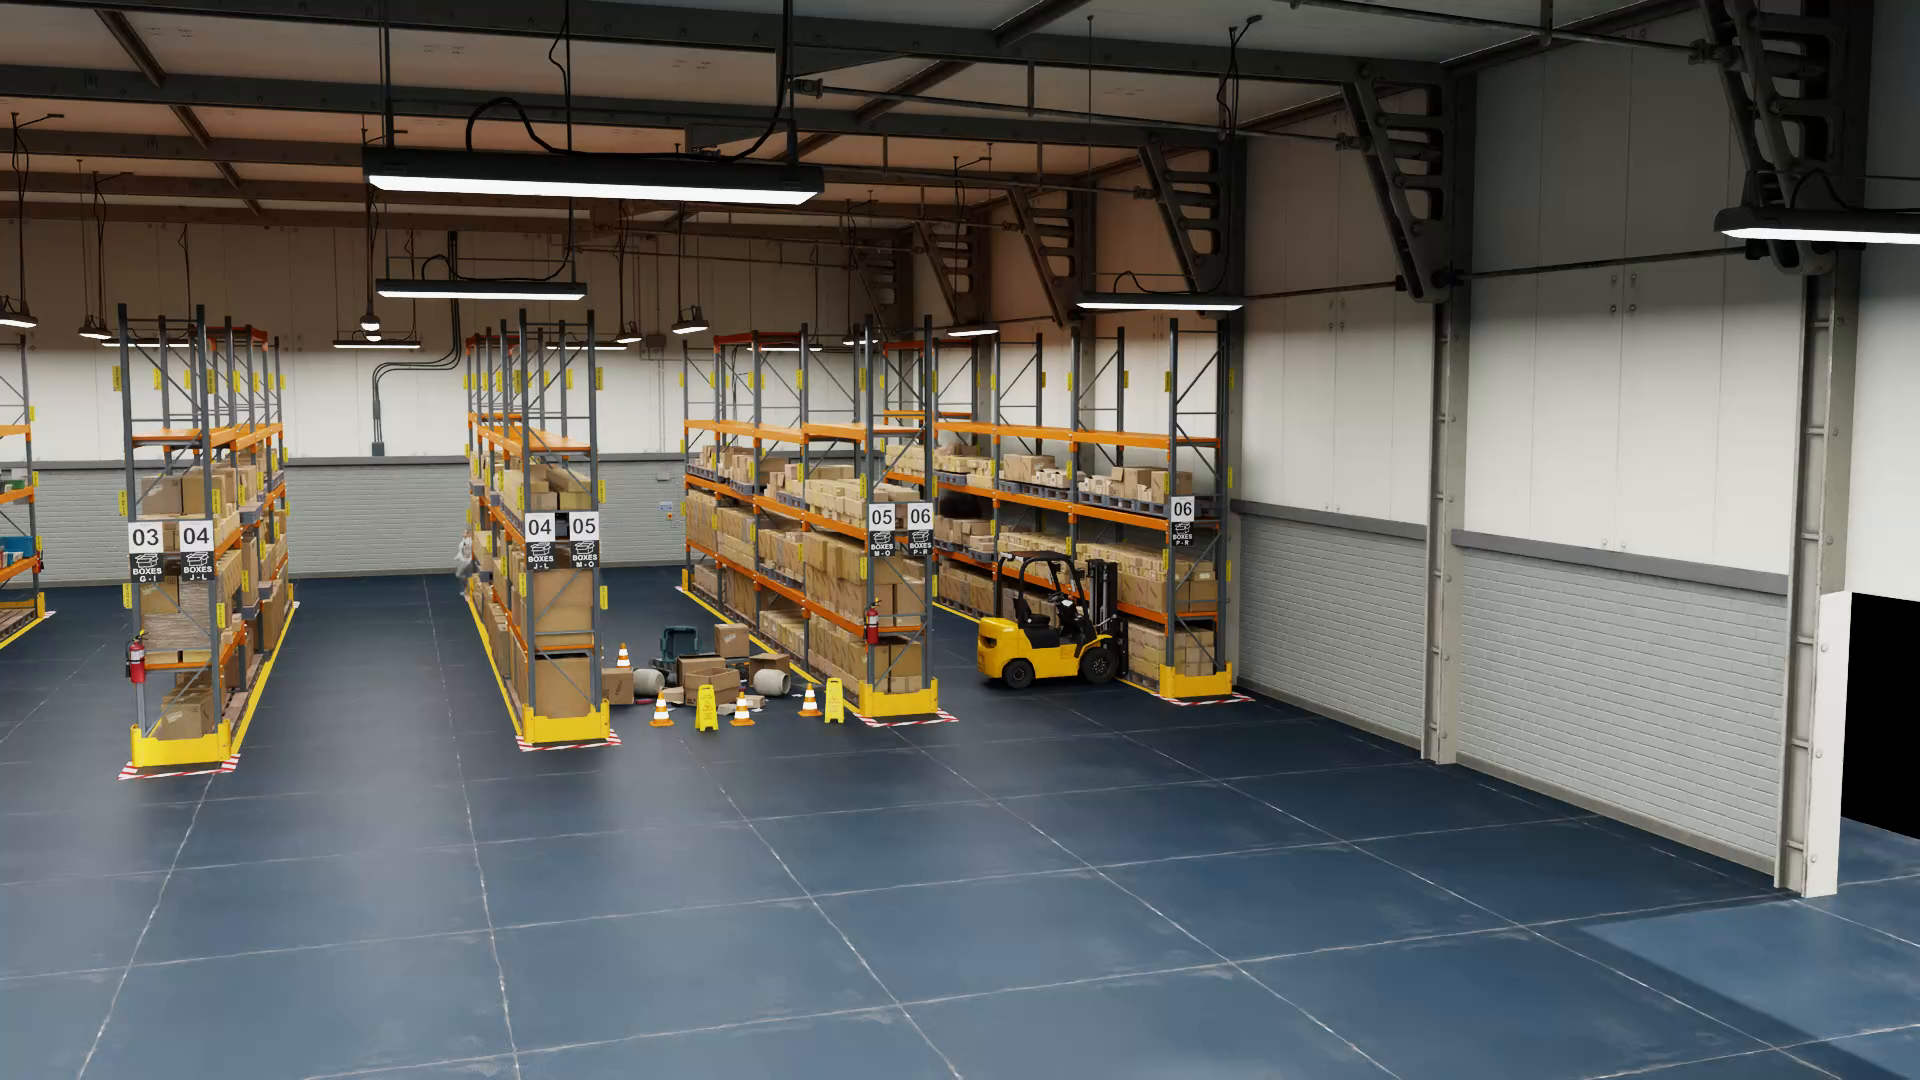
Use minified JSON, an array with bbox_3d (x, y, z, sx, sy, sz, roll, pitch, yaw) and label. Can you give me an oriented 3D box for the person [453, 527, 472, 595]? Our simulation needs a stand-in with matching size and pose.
[{"bbox_3d":[-11.616,0.499,39.034,0.490,1.639,0.670,-4,7,-37],"label":"person"}]
